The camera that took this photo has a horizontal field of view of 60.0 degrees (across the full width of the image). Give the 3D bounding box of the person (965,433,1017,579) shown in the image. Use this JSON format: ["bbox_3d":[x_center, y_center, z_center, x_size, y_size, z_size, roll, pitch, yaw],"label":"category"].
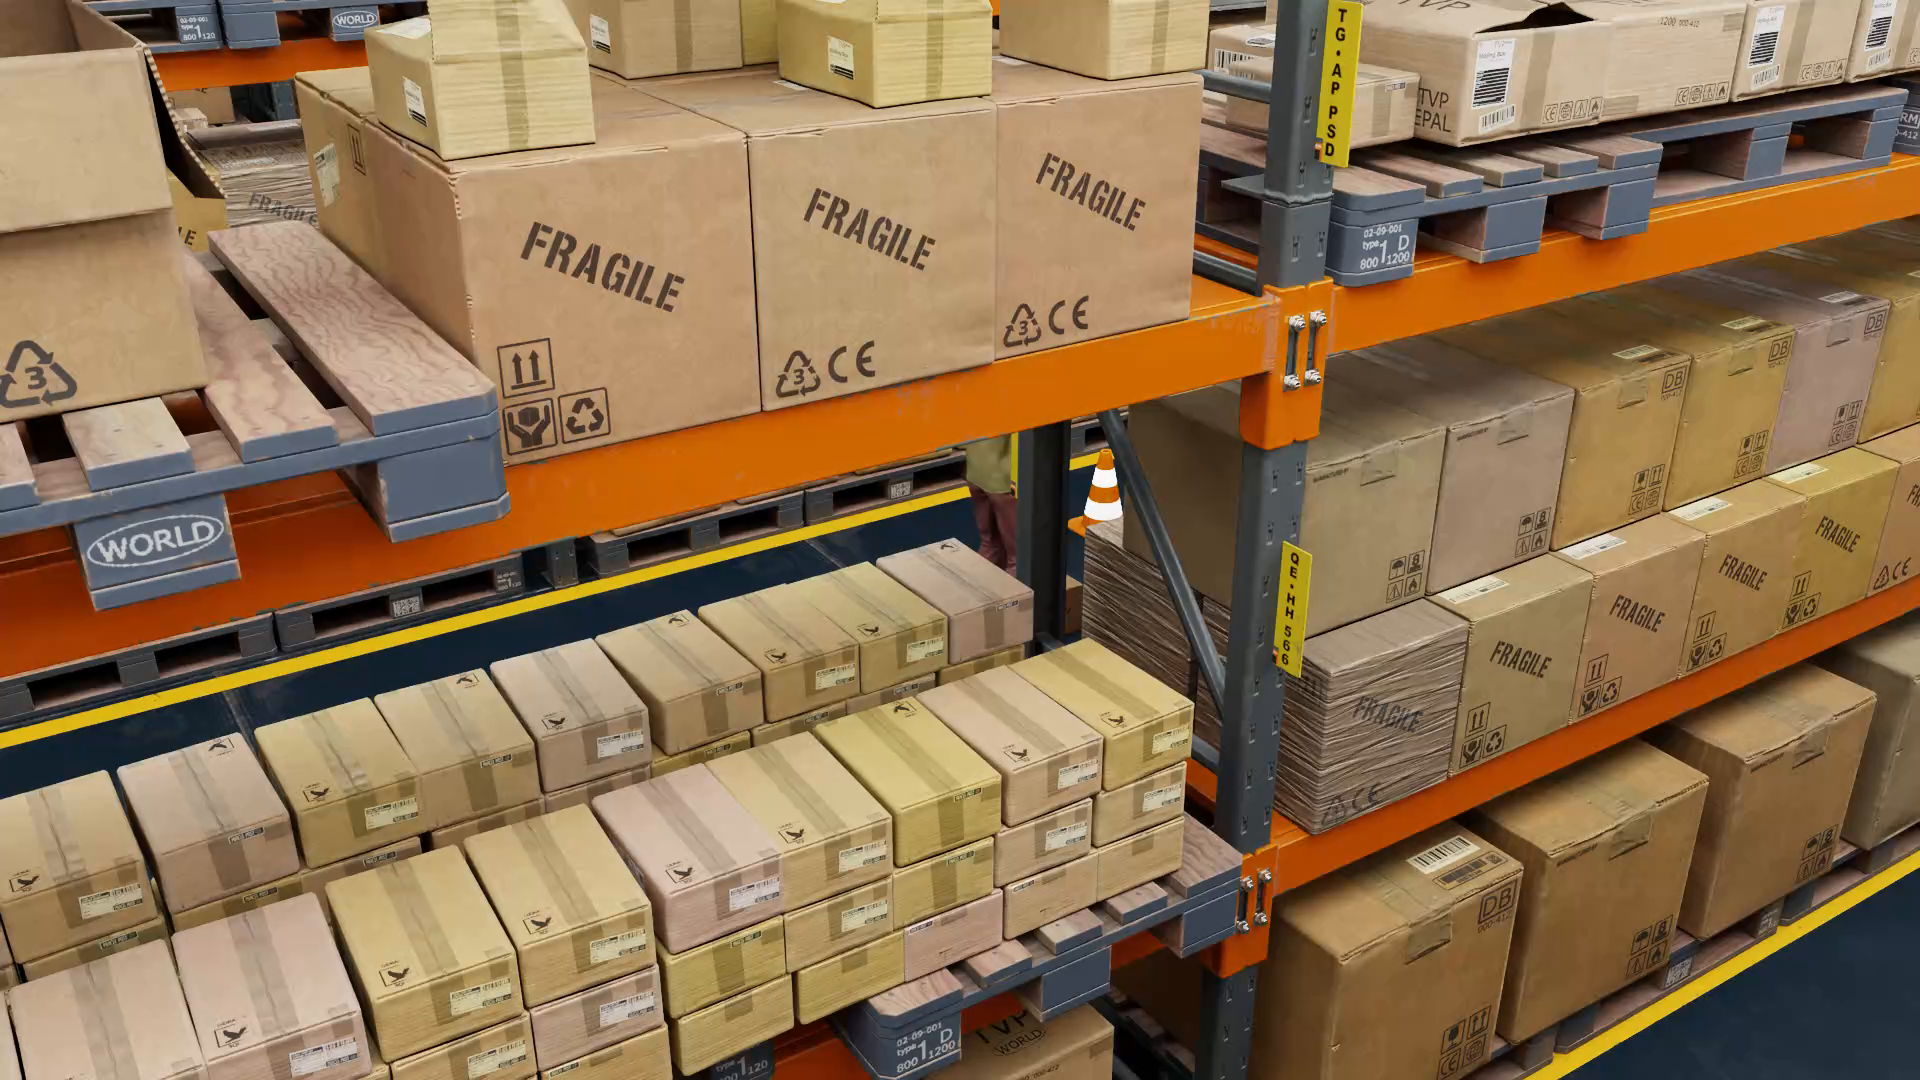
[{"bbox_3d":[0.217,-0.253,7.691,0.356,1.635,0.499,-17,30,-32],"label":"person"}]
